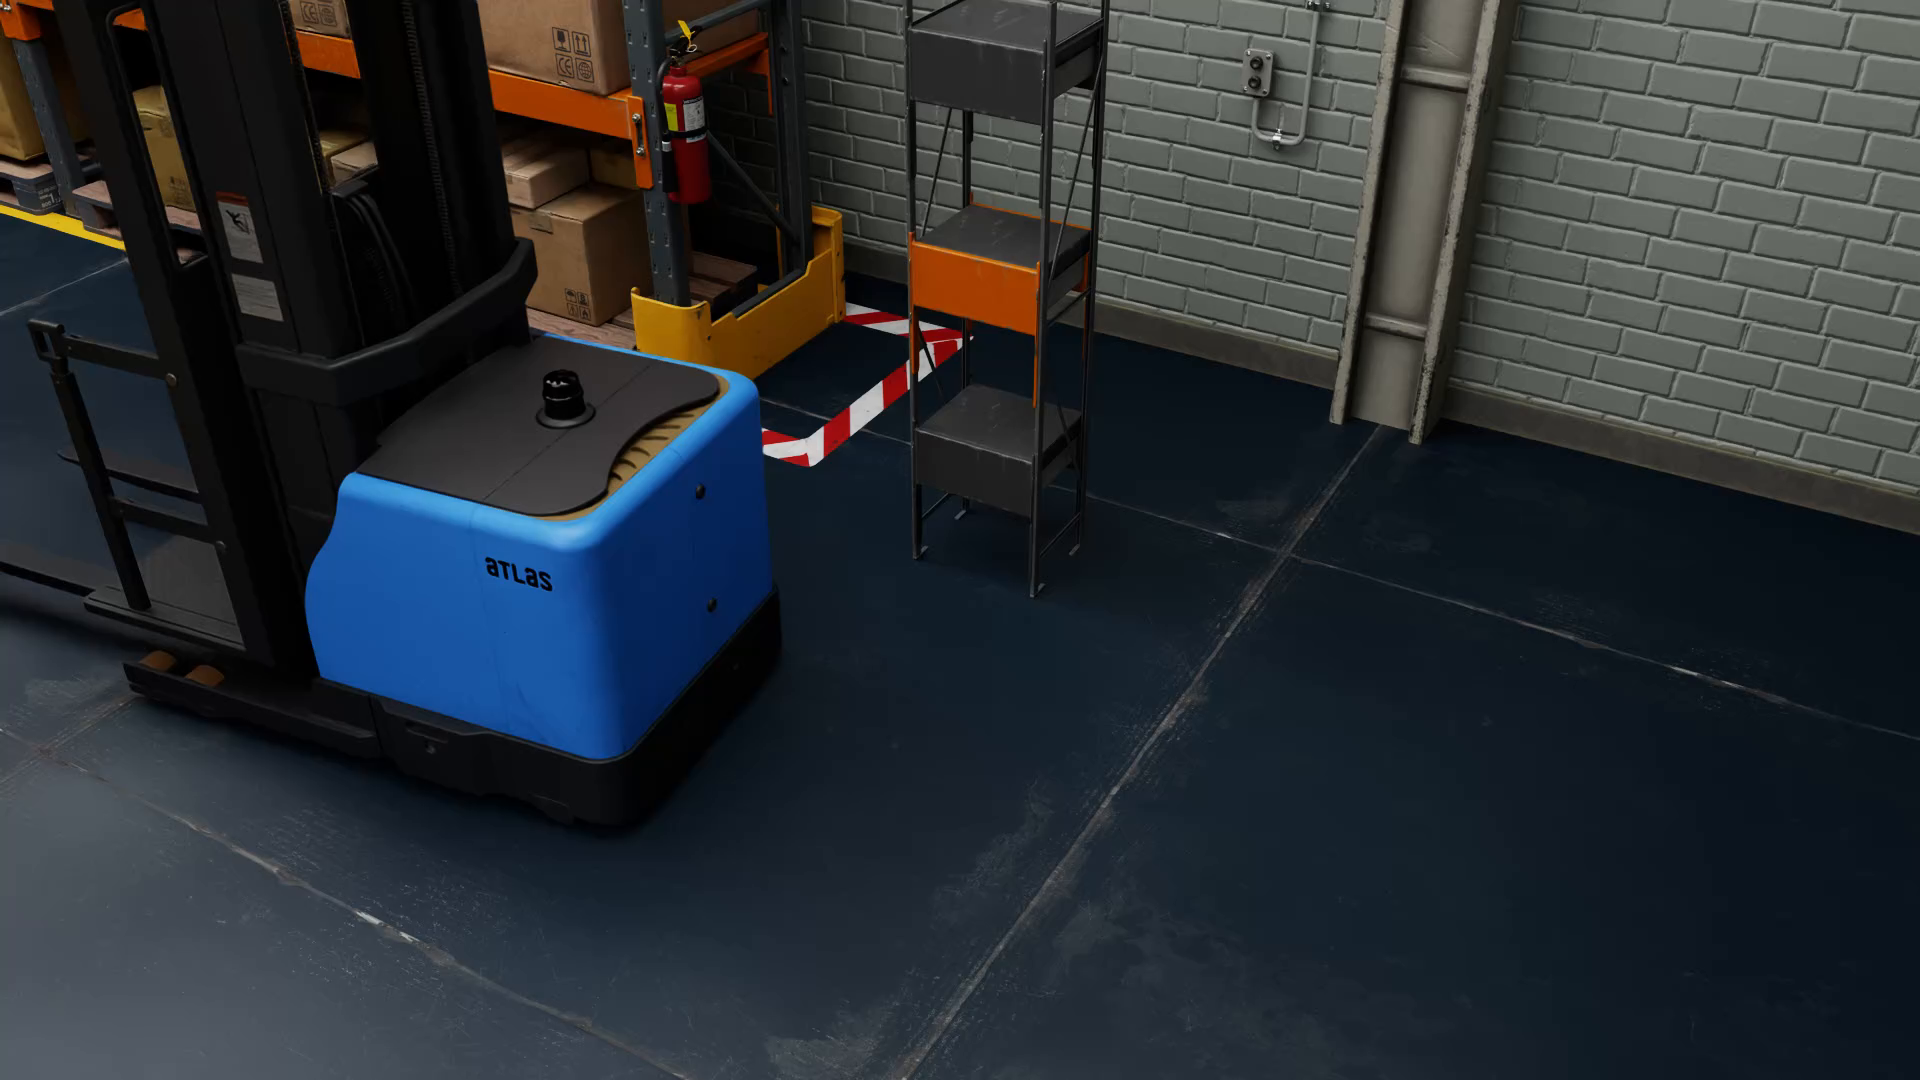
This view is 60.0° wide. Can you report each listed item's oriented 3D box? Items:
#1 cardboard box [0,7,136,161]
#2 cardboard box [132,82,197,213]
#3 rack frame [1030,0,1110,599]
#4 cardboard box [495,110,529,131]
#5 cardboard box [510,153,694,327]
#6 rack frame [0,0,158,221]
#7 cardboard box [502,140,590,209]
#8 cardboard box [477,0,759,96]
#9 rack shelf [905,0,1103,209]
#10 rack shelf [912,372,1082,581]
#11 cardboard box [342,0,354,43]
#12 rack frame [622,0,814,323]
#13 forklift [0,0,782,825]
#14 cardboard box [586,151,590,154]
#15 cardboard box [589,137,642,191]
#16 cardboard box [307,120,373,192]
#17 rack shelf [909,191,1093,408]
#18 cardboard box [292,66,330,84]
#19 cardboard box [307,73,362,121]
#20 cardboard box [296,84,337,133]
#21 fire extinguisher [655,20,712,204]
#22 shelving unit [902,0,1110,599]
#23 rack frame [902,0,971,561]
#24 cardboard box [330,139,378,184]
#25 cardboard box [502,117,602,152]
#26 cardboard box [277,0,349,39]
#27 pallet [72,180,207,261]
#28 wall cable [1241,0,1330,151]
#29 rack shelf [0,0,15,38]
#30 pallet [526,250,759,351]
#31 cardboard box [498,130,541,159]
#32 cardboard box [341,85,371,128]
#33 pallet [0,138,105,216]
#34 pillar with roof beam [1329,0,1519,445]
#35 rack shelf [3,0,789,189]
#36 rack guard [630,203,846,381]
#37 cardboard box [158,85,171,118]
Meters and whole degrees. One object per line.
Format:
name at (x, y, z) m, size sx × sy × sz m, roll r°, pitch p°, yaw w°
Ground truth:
cardboard box at (-5.074, -2.590, 8.993) m, size 0.750 × 0.750 × 0.750 m, roll 18°, pitch 38°, yaw 25°
cardboard box at (-3.847, -2.073, 8.533) m, size 0.500 × 0.500 × 0.700 m, roll 18°, pitch 38°, yaw 25°
rack frame at (0.356, -0.761, 5.499) m, size 0.015 × 2.100 × 0.400 m, roll 18°, pitch 37°, yaw 24°
cardboard box at (-2.079, -1.912, 7.706) m, size 0.250 × 0.149 × 0.380 m, roll 18°, pitch 38°, yaw 25°
cardboard box at (-1.630, -1.372, 7.481) m, size 0.500 × 0.500 × 0.700 m, roll 18°, pitch 37°, yaw 24°
rack frame at (-4.445, -3.193, 8.339) m, size 0.127 × 3.000 × 1.000 m, roll 18°, pitch 37°, yaw 24°
cardboard box at (-1.832, -1.590, 7.222) m, size 0.250 × 0.149 × 0.380 m, roll 17°, pitch 37°, yaw 24°
cardboard box at (-1.420, -2.354, 6.808) m, size 0.700 × 0.700 × 0.980 m, roll 19°, pitch 38°, yaw 26°
rack shelf at (0.144, -1.400, 5.219) m, size 0.480 × 0.518 × 0.431 m, roll 18°, pitch 37°, yaw 24°
rack shelf at (0.144, -0.234, 5.995) m, size 0.480 × 0.518 × 0.431 m, roll 18°, pitch 37°, yaw 24°
cardboard box at (-2.057, -2.548, 7.100) m, size 0.700 × 0.700 × 0.980 m, roll 17°, pitch 37°, yaw 24°
rack frame at (-0.972, -2.093, 6.687) m, size 0.127 × 3.000 × 1.000 m, roll 18°, pitch 37°, yaw 24°
forklift at (-2.164, -0.902, 4.960) m, size 3.031 × 2.935 × 1.130 m, roll 13°, pitch 36°, yaw 19°
cardboard box at (-2.064, -1.510, 7.687) m, size 0.500 × 0.500 × 0.700 m, roll 17°, pitch 37°, yaw 24°
cardboard box at (-1.422, -1.704, 7.394) m, size 0.250 × 0.149 × 0.380 m, roll 18°, pitch 38°, yaw 25°
cardboard box at (-2.968, -1.791, 8.109) m, size 0.500 × 0.500 × 0.700 m, roll 18°, pitch 38°, yaw 25°
rack shelf at (0.144, -0.817, 5.607) m, size 0.480 × 0.518 × 0.431 m, roll 18°, pitch 37°, yaw 24°
cardboard box at (-3.187, -2.262, 8.232) m, size 0.250 × 0.149 × 0.380 m, roll 16°, pitch 37°, yaw 23°
cardboard box at (-2.968, -2.192, 8.127) m, size 0.250 × 0.149 × 0.380 m, roll 18°, pitch 38°, yaw 25°
cardboard box at (-3.187, -2.017, 7.864) m, size 0.250 × 0.149 × 0.380 m, roll 16°, pitch 37°, yaw 23°
fire extinguisher at (-1.070, -1.642, 6.416) m, size 0.183 × 0.674 × 0.296 m, roll 18°, pitch 37°, yaw 24°
shelving unit at (0.144, -0.828, 5.600) m, size 0.503 × 2.100 × 0.431 m, roll 18°, pitch 37°, yaw 24°
rack frame at (-0.068, -0.896, 5.700) m, size 0.015 × 2.100 × 0.400 m, roll 18°, pitch 37°, yaw 24°
cardboard box at (-2.501, -1.648, 7.894) m, size 0.500 × 0.500 × 0.700 m, roll 16°, pitch 37°, yaw 23°
cardboard box at (-1.862, -1.843, 7.602) m, size 0.250 × 0.149 × 0.380 m, roll 18°, pitch 38°, yaw 25°
cardboard box at (-2.715, -2.763, 7.422) m, size 0.700 × 0.700 × 0.980 m, roll 16°, pitch 37°, yaw 22°
pallet at (-3.824, -1.786, 8.742) m, size 1.213 × 0.211 × 1.003 m, roll 18°, pitch 37°, yaw 24°
wall cable at (0.609, -2.619, 6.561) m, size 1.851 × 1.984 × 0.084 m, roll 18°, pitch 37°, yaw 24°
rack shelf at (-6.182, -3.444, 9.365) m, size 4.000 × 0.370 × 1.077 m, roll 18°, pitch 37°, yaw 24°
pallet at (-1.705, -1.115, 7.734) m, size 1.213 × 0.211 × 1.003 m, roll 18°, pitch 37°, yaw 24°
cardboard box at (-2.054, -1.660, 7.327) m, size 0.250 × 0.149 × 0.380 m, roll 19°, pitch 38°, yaw 26°
cardboard box at (-2.743, -2.122, 8.021) m, size 0.250 × 0.149 × 0.380 m, roll 17°, pitch 37°, yaw 24°
pallet at (-5.153, -2.209, 9.376) m, size 1.213 × 0.211 × 1.003 m, roll 18°, pitch 37°, yaw 24°
pillar with roof beam at (-0.335, -2.192, 1.424) m, size 0.400 × 9.000 × 9.100 m, roll 18°, pitch 37°, yaw 24°
rack shelf at (-2.709, -2.344, 7.713) m, size 4.000 × 0.370 × 1.077 m, roll 18°, pitch 37°, yaw 24°
rack guard at (-0.951, -1.046, 7.370) m, size 0.348 × 0.500 × 1.175 m, roll 18°, pitch 37°, yaw 24°
cardboard box at (-3.640, -2.161, 8.080) m, size 0.250 × 0.149 × 0.380 m, roll 19°, pitch 38°, yaw 26°
